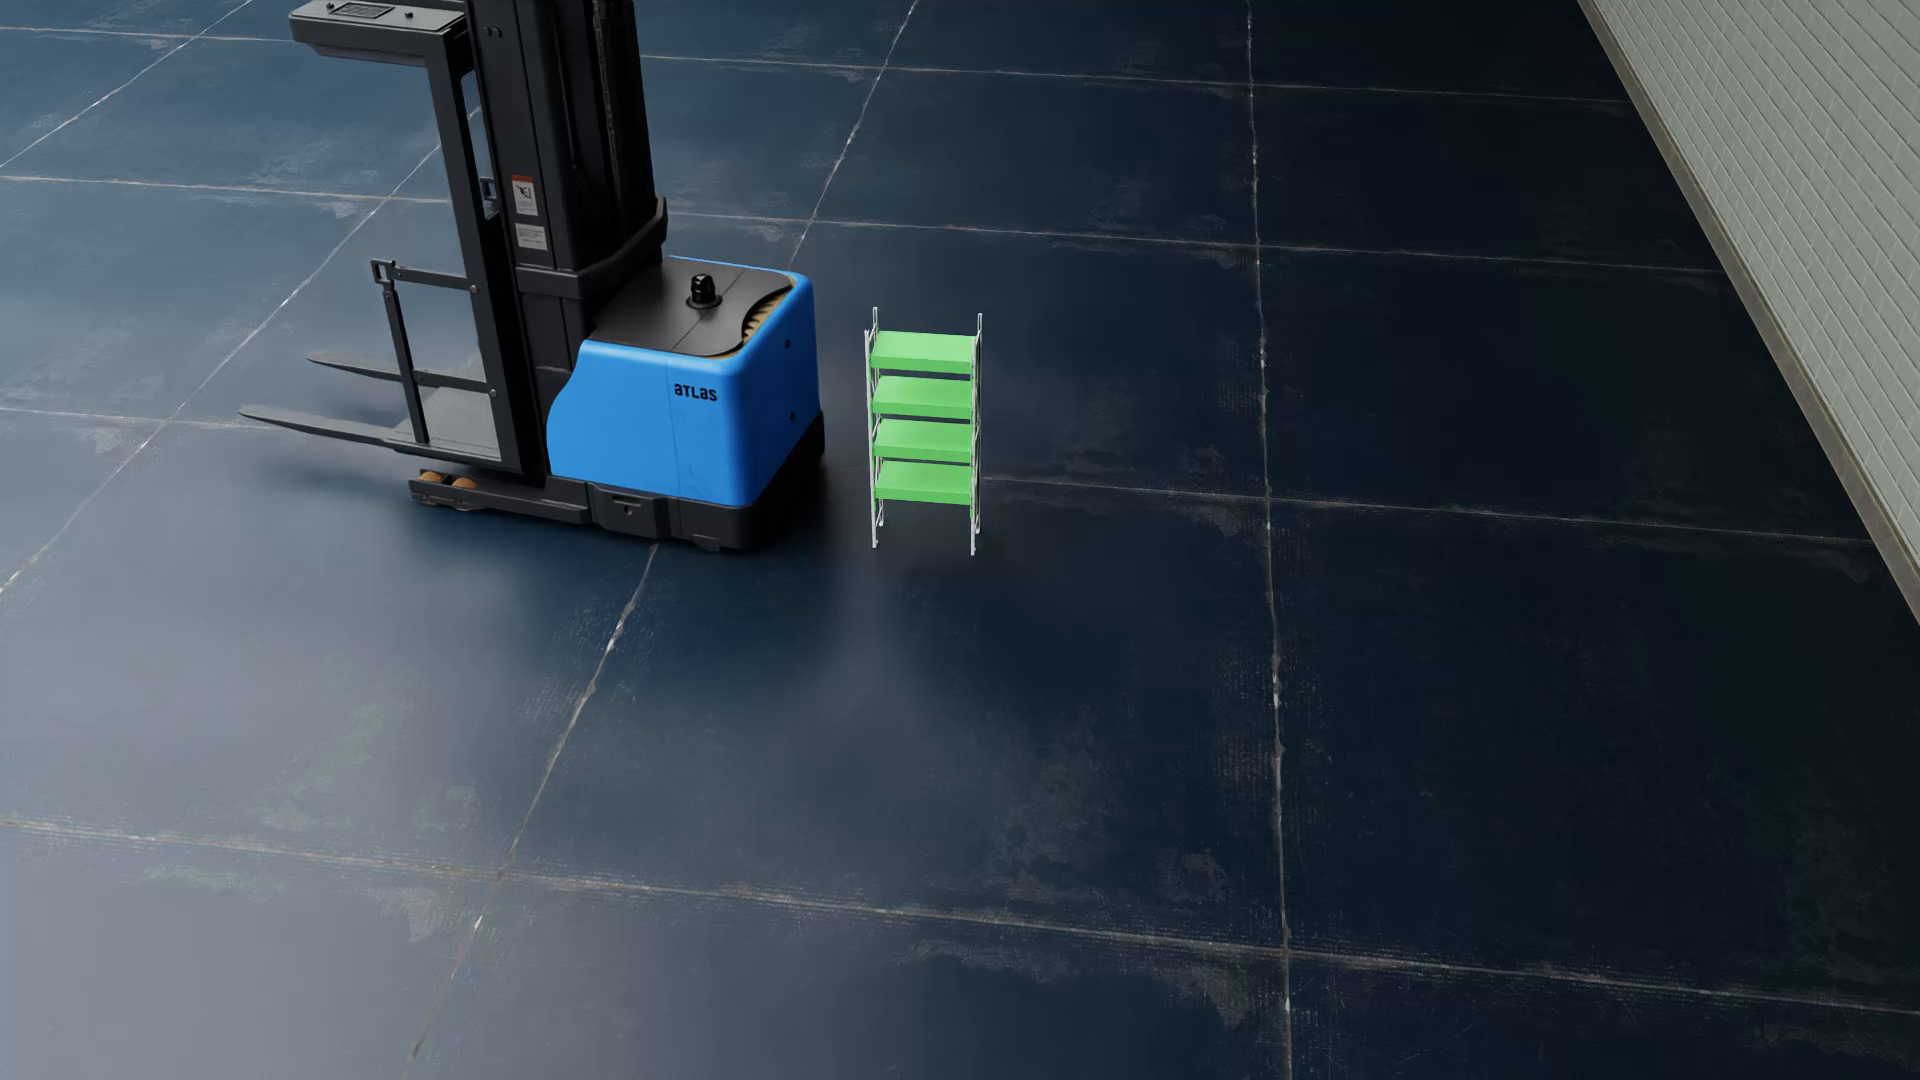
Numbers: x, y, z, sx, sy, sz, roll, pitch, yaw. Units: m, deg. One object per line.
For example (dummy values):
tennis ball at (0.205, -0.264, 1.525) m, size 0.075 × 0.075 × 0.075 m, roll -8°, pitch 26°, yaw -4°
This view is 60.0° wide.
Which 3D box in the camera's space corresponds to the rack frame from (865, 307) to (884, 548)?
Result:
rack frame at (-0.406, -0.519, 7.944) m, size 0.015 × 1.200 × 0.240 m, roll 4°, pitch 36°, yaw 6°

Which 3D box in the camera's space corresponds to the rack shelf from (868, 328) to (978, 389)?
rack shelf at (-0.164, -0.839, 7.677) m, size 0.480 × 0.148 × 0.258 m, roll 4°, pitch 36°, yaw 6°

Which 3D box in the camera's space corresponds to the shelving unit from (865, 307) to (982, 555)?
shelving unit at (-0.164, -0.501, 7.919) m, size 0.503 × 1.200 × 0.258 m, roll 4°, pitch 36°, yaw 6°

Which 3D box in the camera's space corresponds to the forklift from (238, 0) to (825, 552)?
forklift at (-2.290, -1.621, 7.999) m, size 3.031 × 2.935 × 1.130 m, roll 10°, pitch 37°, yaw 14°

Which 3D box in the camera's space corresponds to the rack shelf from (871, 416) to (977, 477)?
rack shelf at (-0.164, -0.449, 7.956) m, size 0.480 × 0.148 × 0.258 m, roll 4°, pitch 36°, yaw 6°

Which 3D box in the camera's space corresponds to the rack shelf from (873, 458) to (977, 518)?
rack shelf at (-0.164, -0.253, 8.095) m, size 0.480 × 0.148 × 0.258 m, roll 4°, pitch 36°, yaw 6°

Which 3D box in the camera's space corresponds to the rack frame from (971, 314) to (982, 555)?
rack frame at (0.078, -0.483, 7.893) m, size 0.015 × 1.200 × 0.240 m, roll 4°, pitch 36°, yaw 6°

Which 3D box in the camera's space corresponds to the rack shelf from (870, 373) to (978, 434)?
rack shelf at (-0.164, -0.644, 7.816) m, size 0.480 × 0.148 × 0.258 m, roll 4°, pitch 36°, yaw 6°
